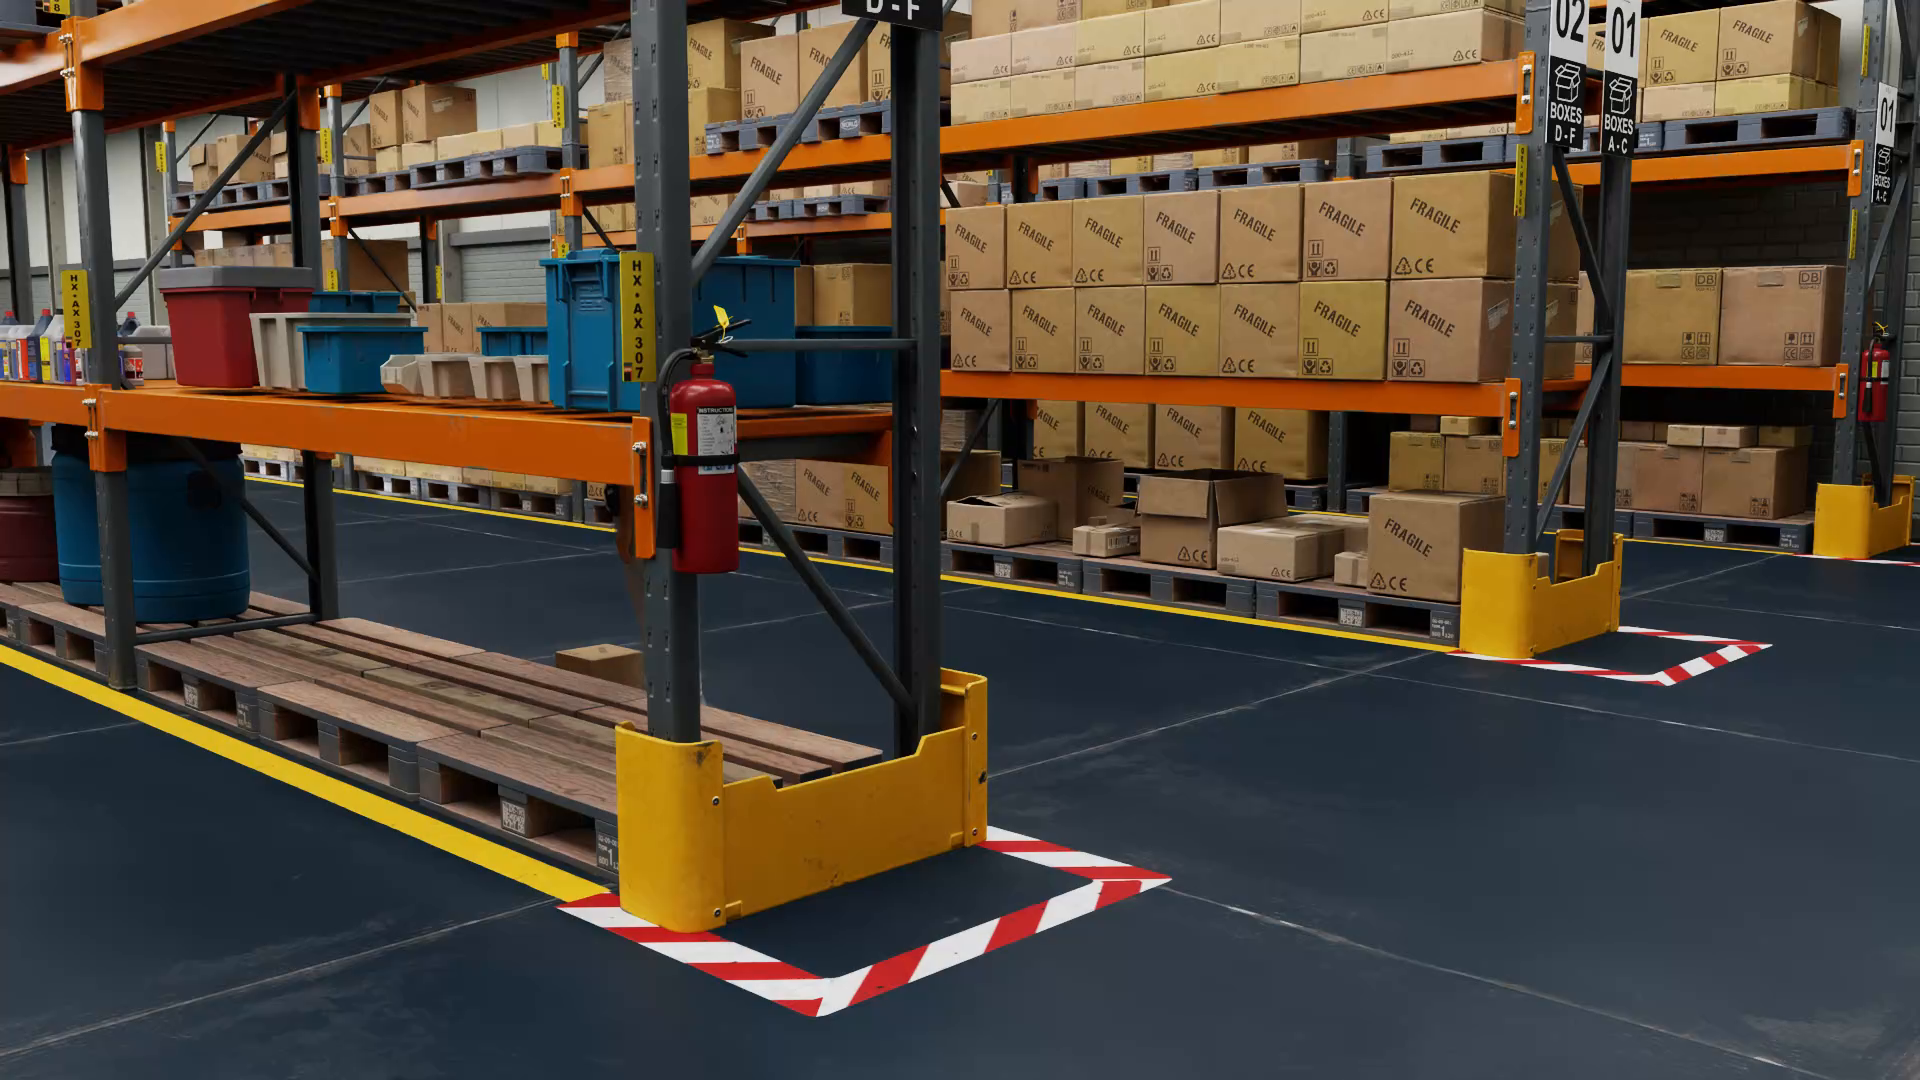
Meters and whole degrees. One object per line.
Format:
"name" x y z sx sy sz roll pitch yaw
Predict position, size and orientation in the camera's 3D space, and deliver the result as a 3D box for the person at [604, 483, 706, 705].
"person" -1.187 -0.087 6.400 0.646 1.660 0.484 5 9 34
